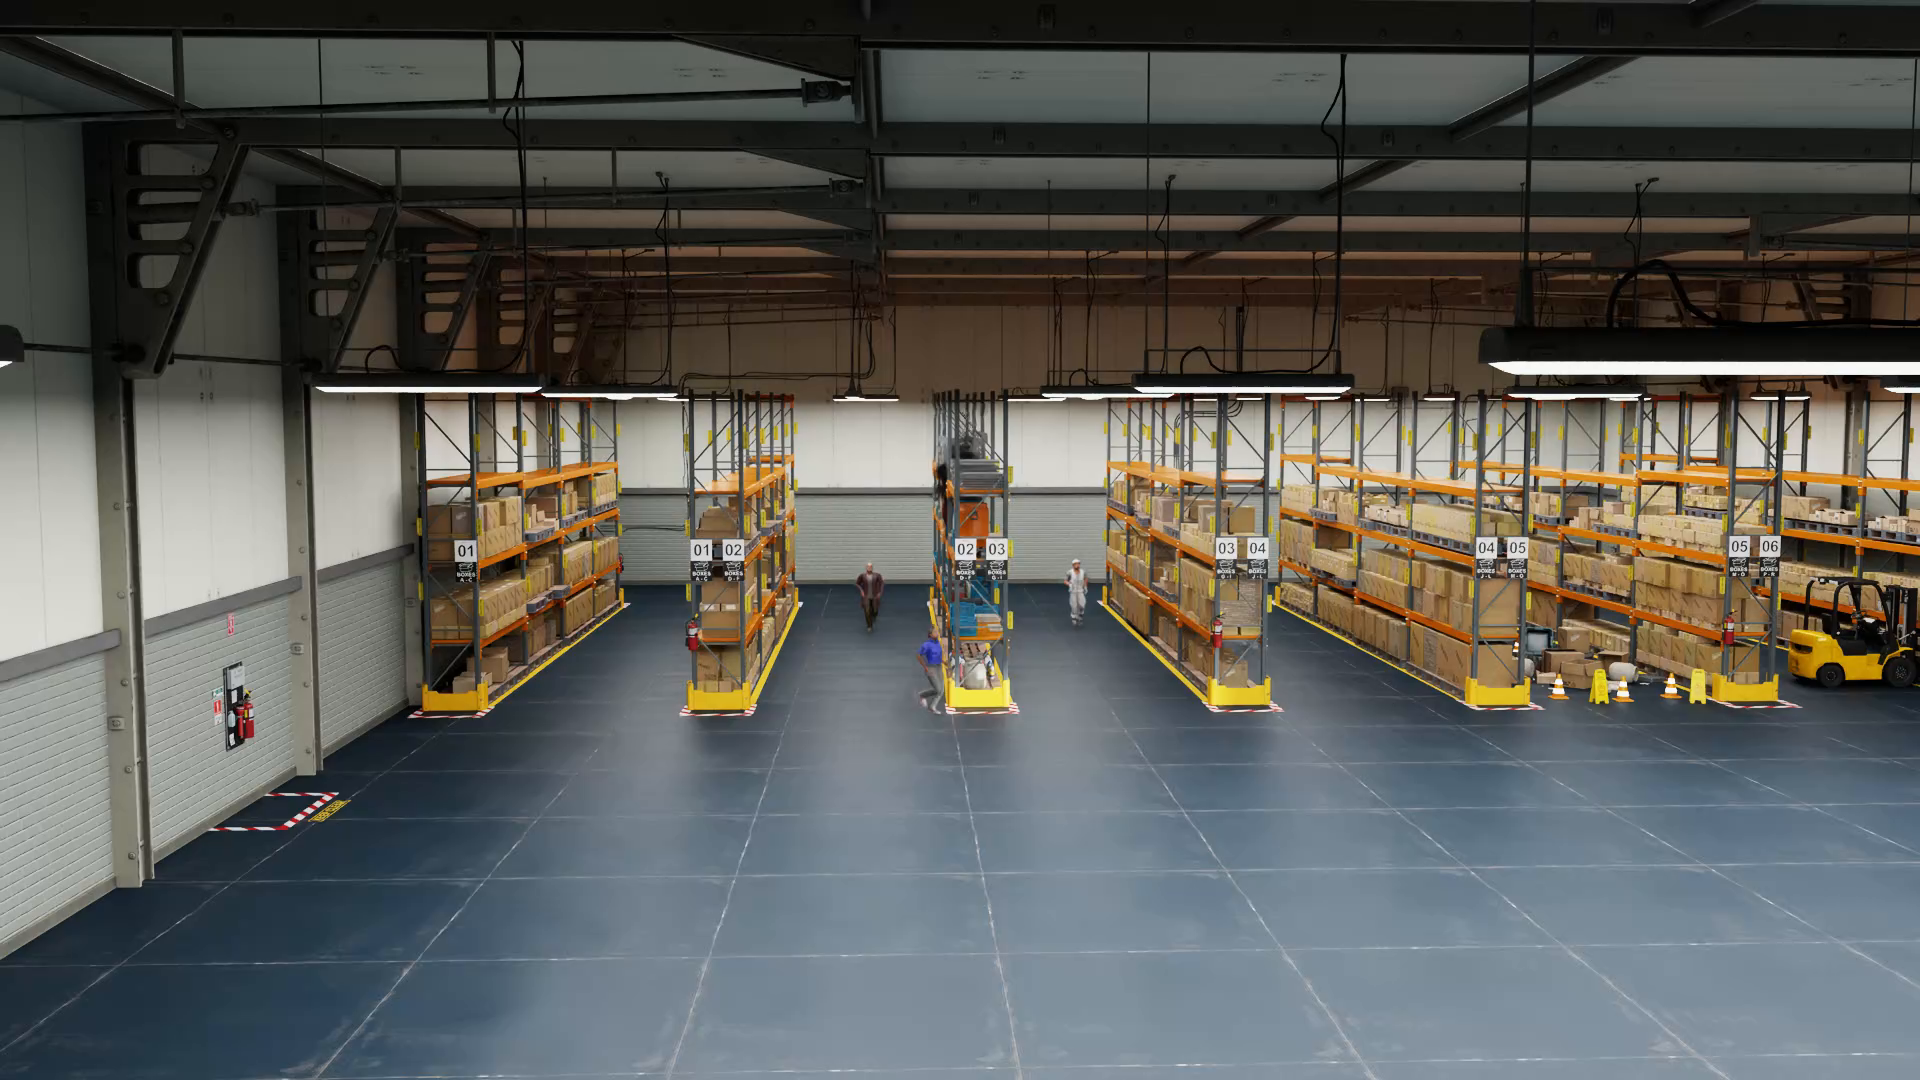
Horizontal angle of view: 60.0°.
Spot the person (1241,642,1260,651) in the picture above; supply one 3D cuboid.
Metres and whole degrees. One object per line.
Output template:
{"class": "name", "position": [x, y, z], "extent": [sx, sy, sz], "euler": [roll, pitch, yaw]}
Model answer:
{"class": "person", "position": [6.844, 1.655, 39.040], "extent": [0.720, 1.811, 0.841], "euler": [0, 5, -6]}

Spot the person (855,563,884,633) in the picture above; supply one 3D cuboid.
{"class": "person", "position": [-2.286, 1.545, 42.060], "extent": [0.742, 1.533, 0.708], "euler": [-1, 5, -7]}

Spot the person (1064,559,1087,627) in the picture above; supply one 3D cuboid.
{"class": "person", "position": [2.987, 1.364, 42.616], "extent": [0.648, 1.759, 0.640], "euler": [-1, 5, -6]}

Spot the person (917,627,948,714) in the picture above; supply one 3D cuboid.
{"class": "person", "position": [-0.479, 2.422, 30.781], "extent": [0.558, 1.601, 0.574], "euler": [4, 6, 40]}
